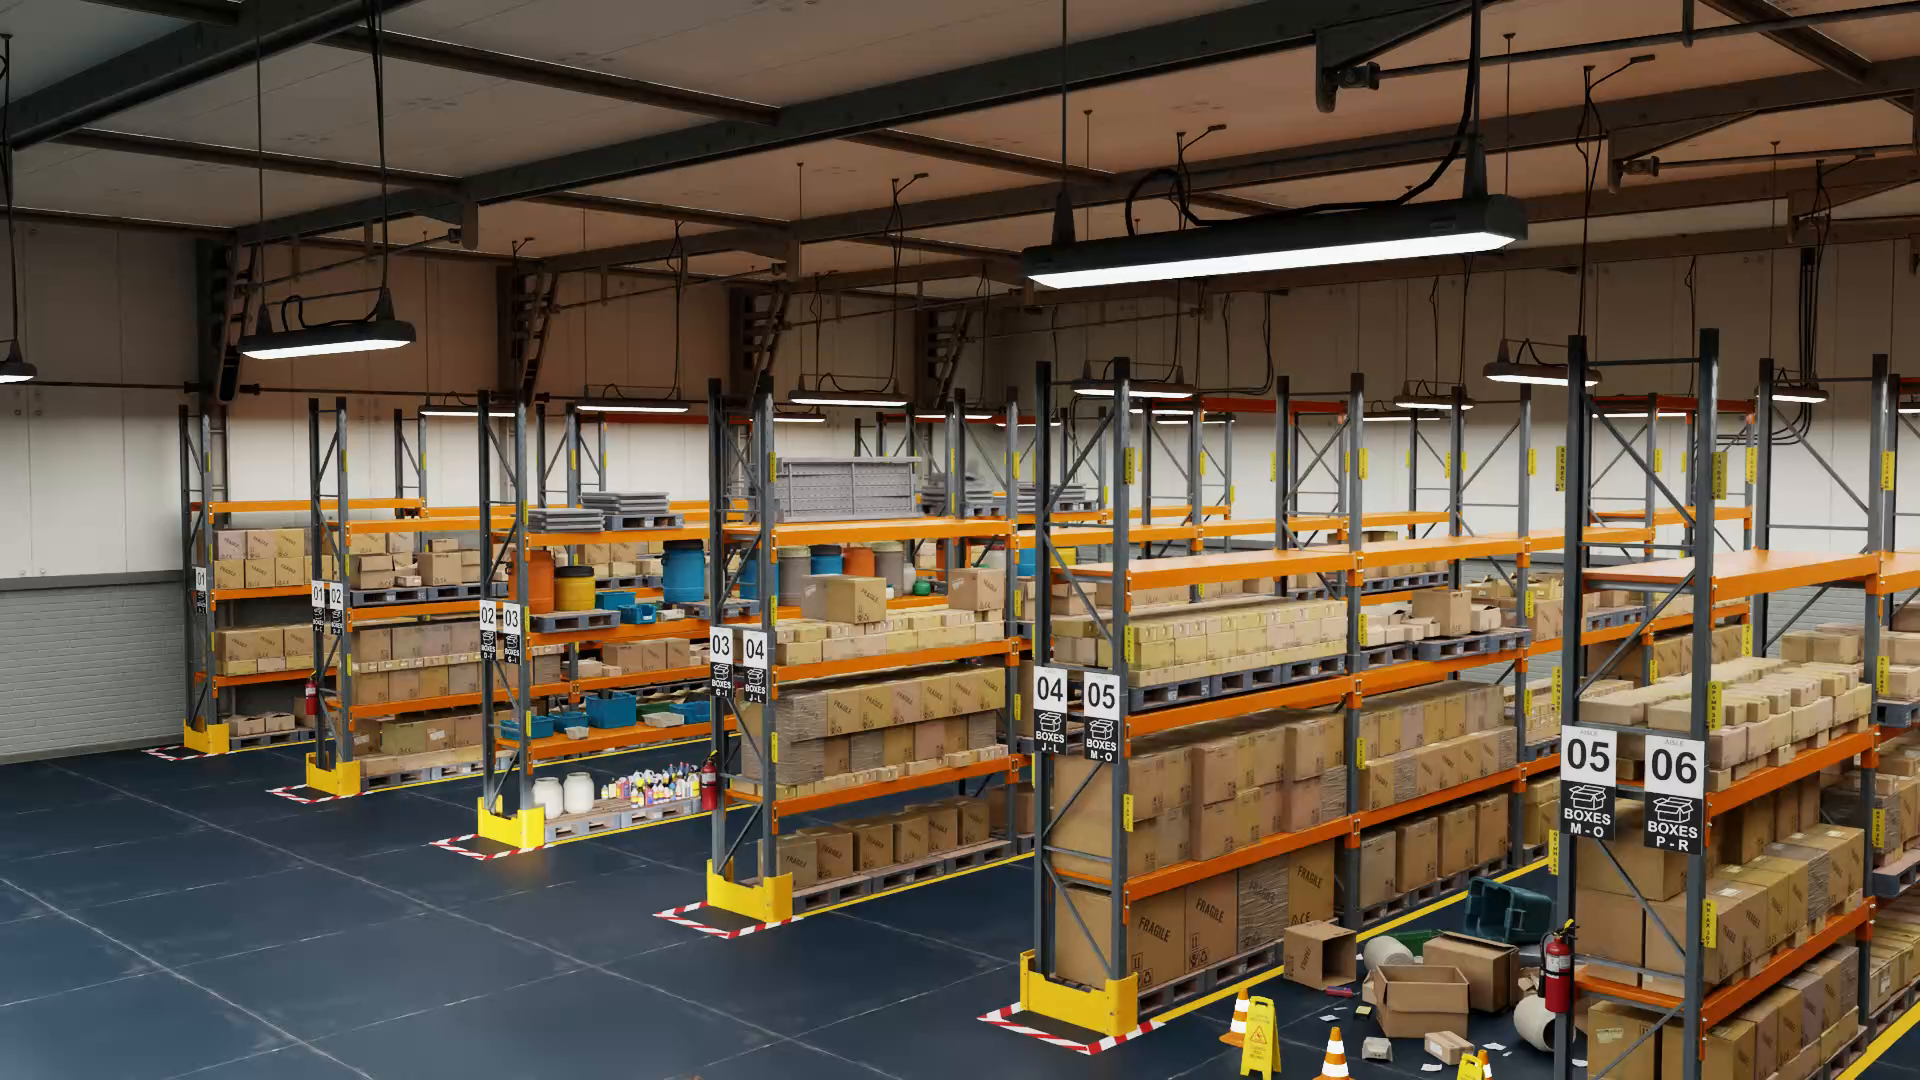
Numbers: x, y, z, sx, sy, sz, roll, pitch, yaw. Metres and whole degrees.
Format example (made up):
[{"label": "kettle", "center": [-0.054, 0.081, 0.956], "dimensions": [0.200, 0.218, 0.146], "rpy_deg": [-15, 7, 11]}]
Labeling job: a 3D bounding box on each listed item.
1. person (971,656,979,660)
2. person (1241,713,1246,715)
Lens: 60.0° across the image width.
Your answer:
[{"label": "person", "center": [0.381, 2.346, 32.751], "dimensions": [0.677, 1.855, 0.752], "rpy_deg": [2, 3, 31]}, {"label": "person", "center": [3.962, 3.142, 22.706], "dimensions": [0.600, 1.683, 0.636], "rpy_deg": [2, 4, 38]}]
